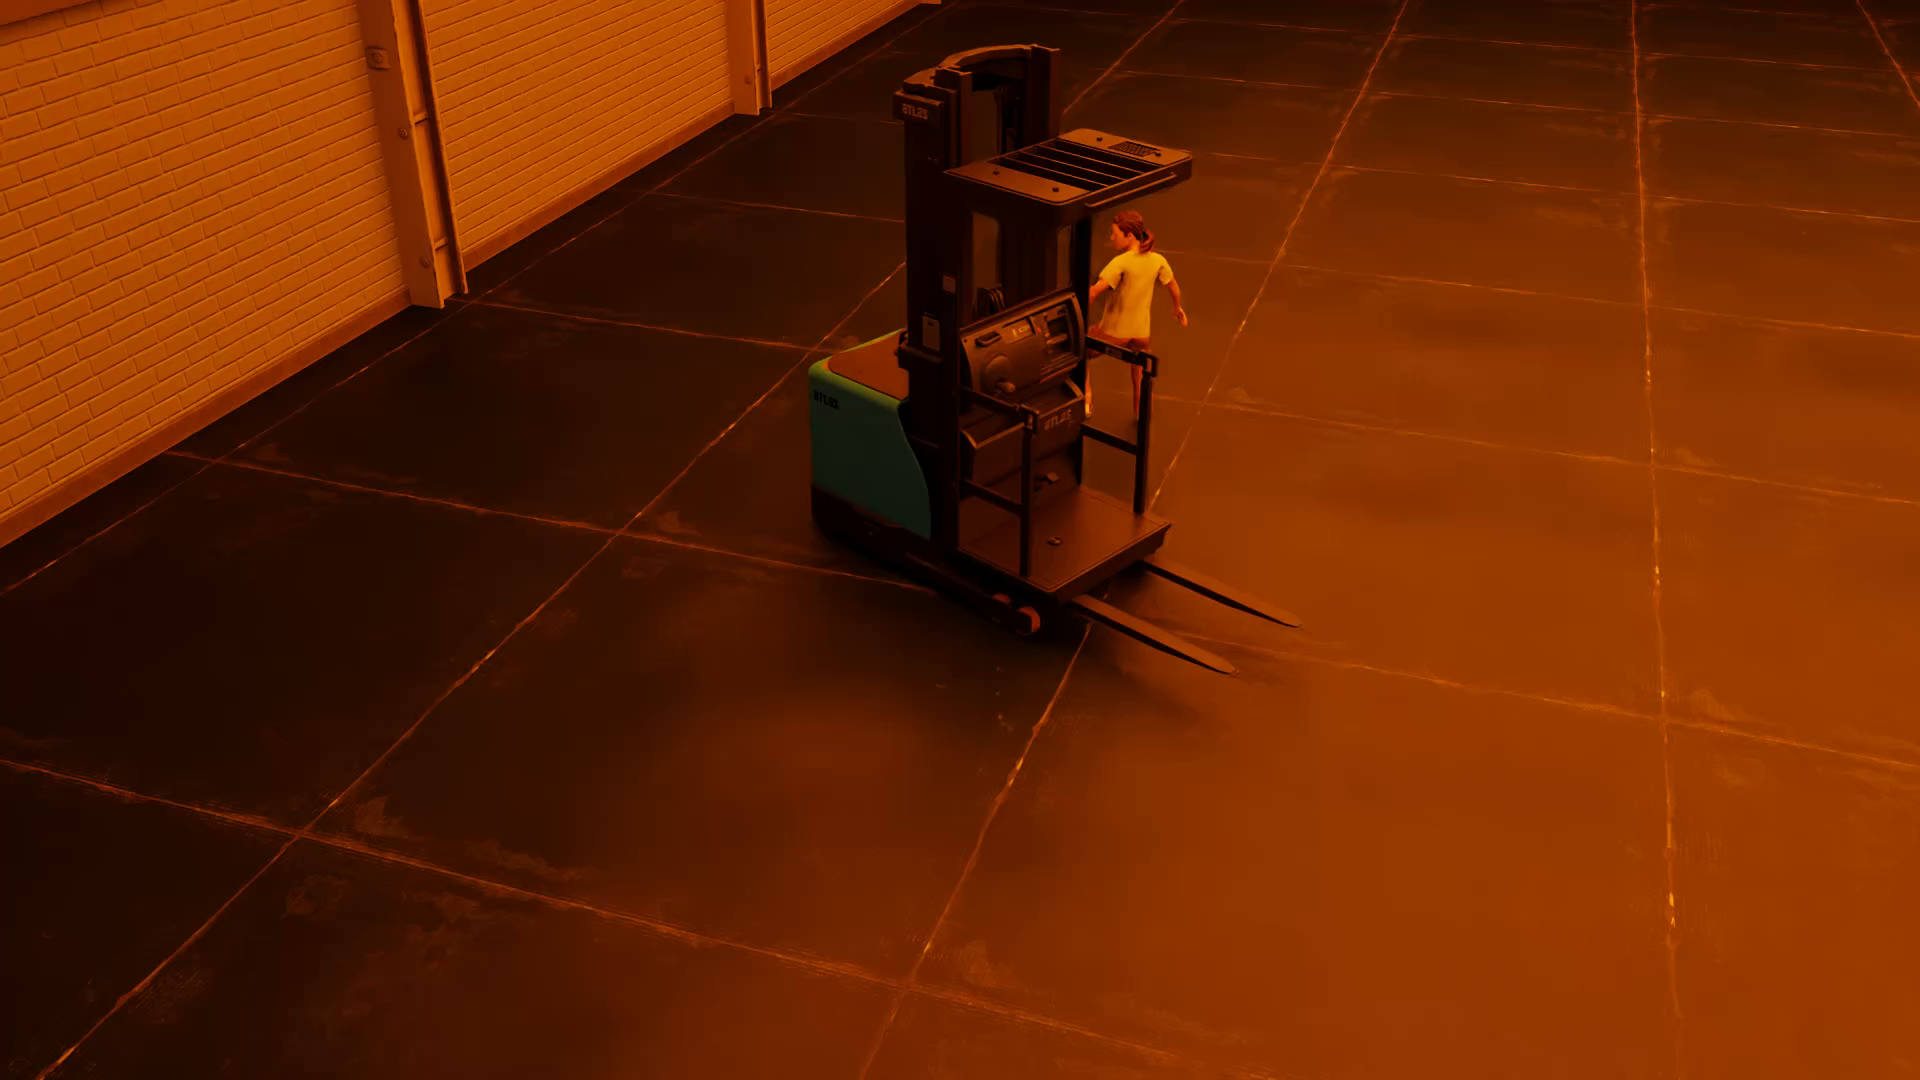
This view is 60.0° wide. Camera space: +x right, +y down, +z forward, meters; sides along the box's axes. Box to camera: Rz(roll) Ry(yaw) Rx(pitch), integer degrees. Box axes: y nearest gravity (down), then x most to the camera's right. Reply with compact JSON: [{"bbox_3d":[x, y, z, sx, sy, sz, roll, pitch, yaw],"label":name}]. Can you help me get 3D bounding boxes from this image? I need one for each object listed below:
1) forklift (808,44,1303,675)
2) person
[{"bbox_3d":[0.505,-1.035,8.953,3.031,2.935,1.130,25,38,37],"label":"forklift"},{"bbox_3d":[1.110,-1.446,11.127,0.972,1.557,0.502,-11,32,-19],"label":"person"}]
